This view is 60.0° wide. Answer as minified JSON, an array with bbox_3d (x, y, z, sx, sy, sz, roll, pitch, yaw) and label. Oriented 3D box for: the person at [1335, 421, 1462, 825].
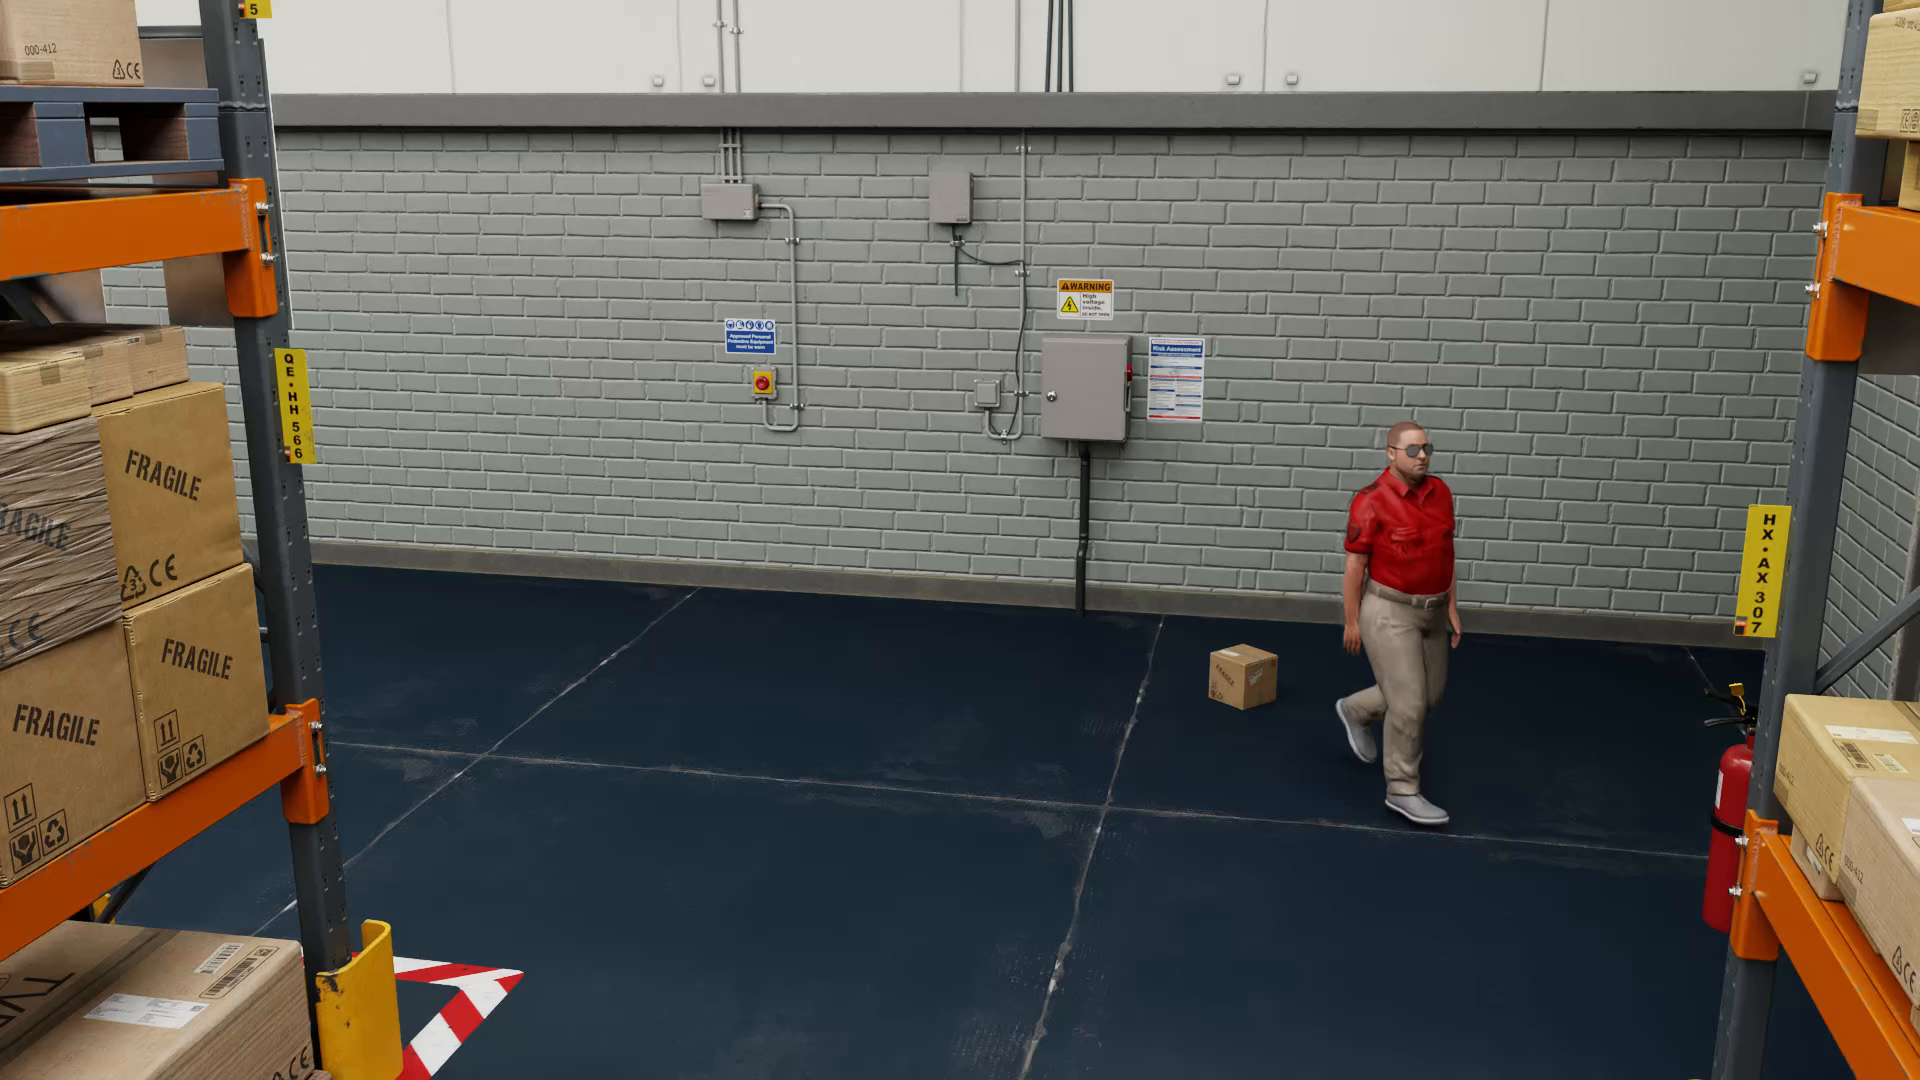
[{"bbox_3d":[1.918,0.316,7.267,0.531,1.689,0.834,-9,17,-30],"label":"person"}]
